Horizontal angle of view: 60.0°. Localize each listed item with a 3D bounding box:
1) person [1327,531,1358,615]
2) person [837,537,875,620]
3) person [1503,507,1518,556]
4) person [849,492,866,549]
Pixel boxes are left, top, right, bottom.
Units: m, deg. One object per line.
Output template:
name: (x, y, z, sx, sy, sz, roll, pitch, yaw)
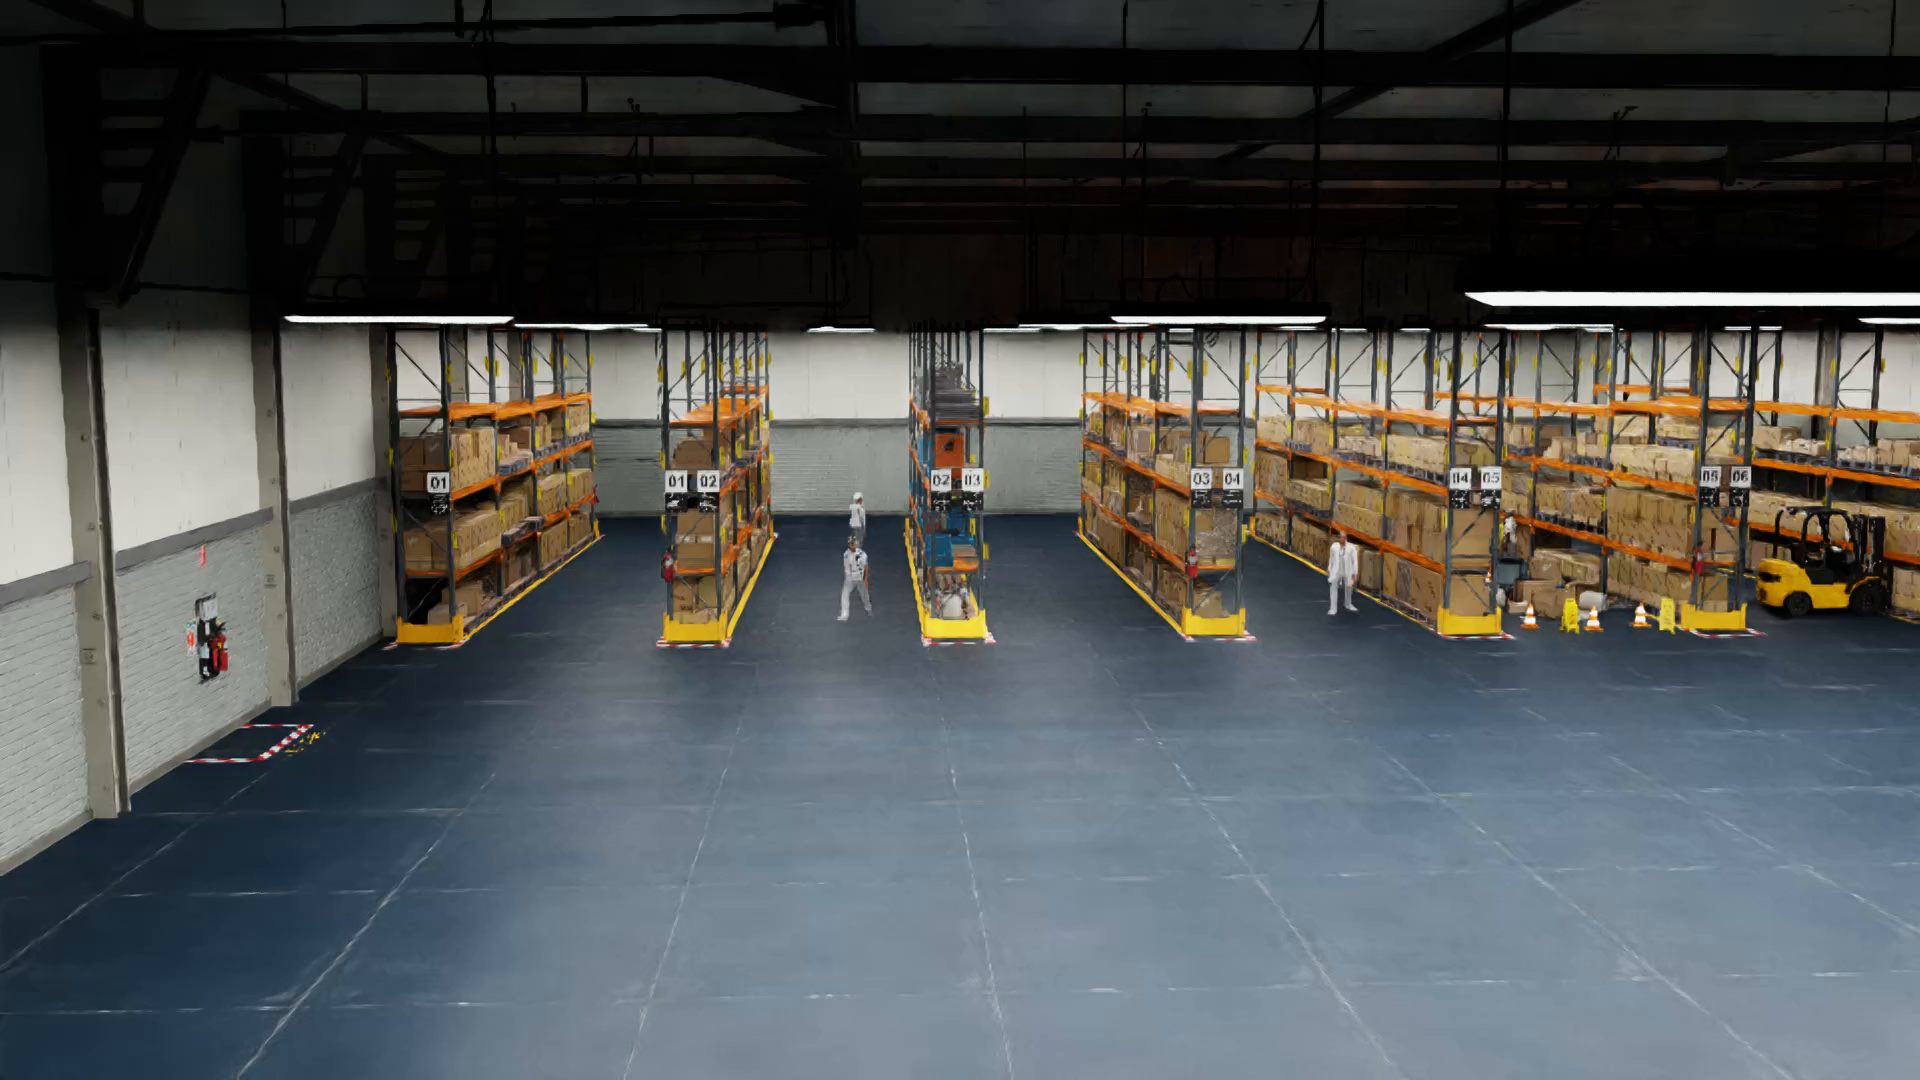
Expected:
person: (7.849, 0.665, 34.113, 0.633, 1.729, 1.044, 2, 7, 18)
person: (-2.093, 0.756, 33.432, 0.582, 1.701, 0.981, 2, 7, 18)
person: (12.845, 0.073, 38.986, 0.556, 1.663, 0.581, 3, 8, 20)
person: (-2.521, -0.326, 41.730, 0.463, 1.783, 0.601, -4, 8, -32)
